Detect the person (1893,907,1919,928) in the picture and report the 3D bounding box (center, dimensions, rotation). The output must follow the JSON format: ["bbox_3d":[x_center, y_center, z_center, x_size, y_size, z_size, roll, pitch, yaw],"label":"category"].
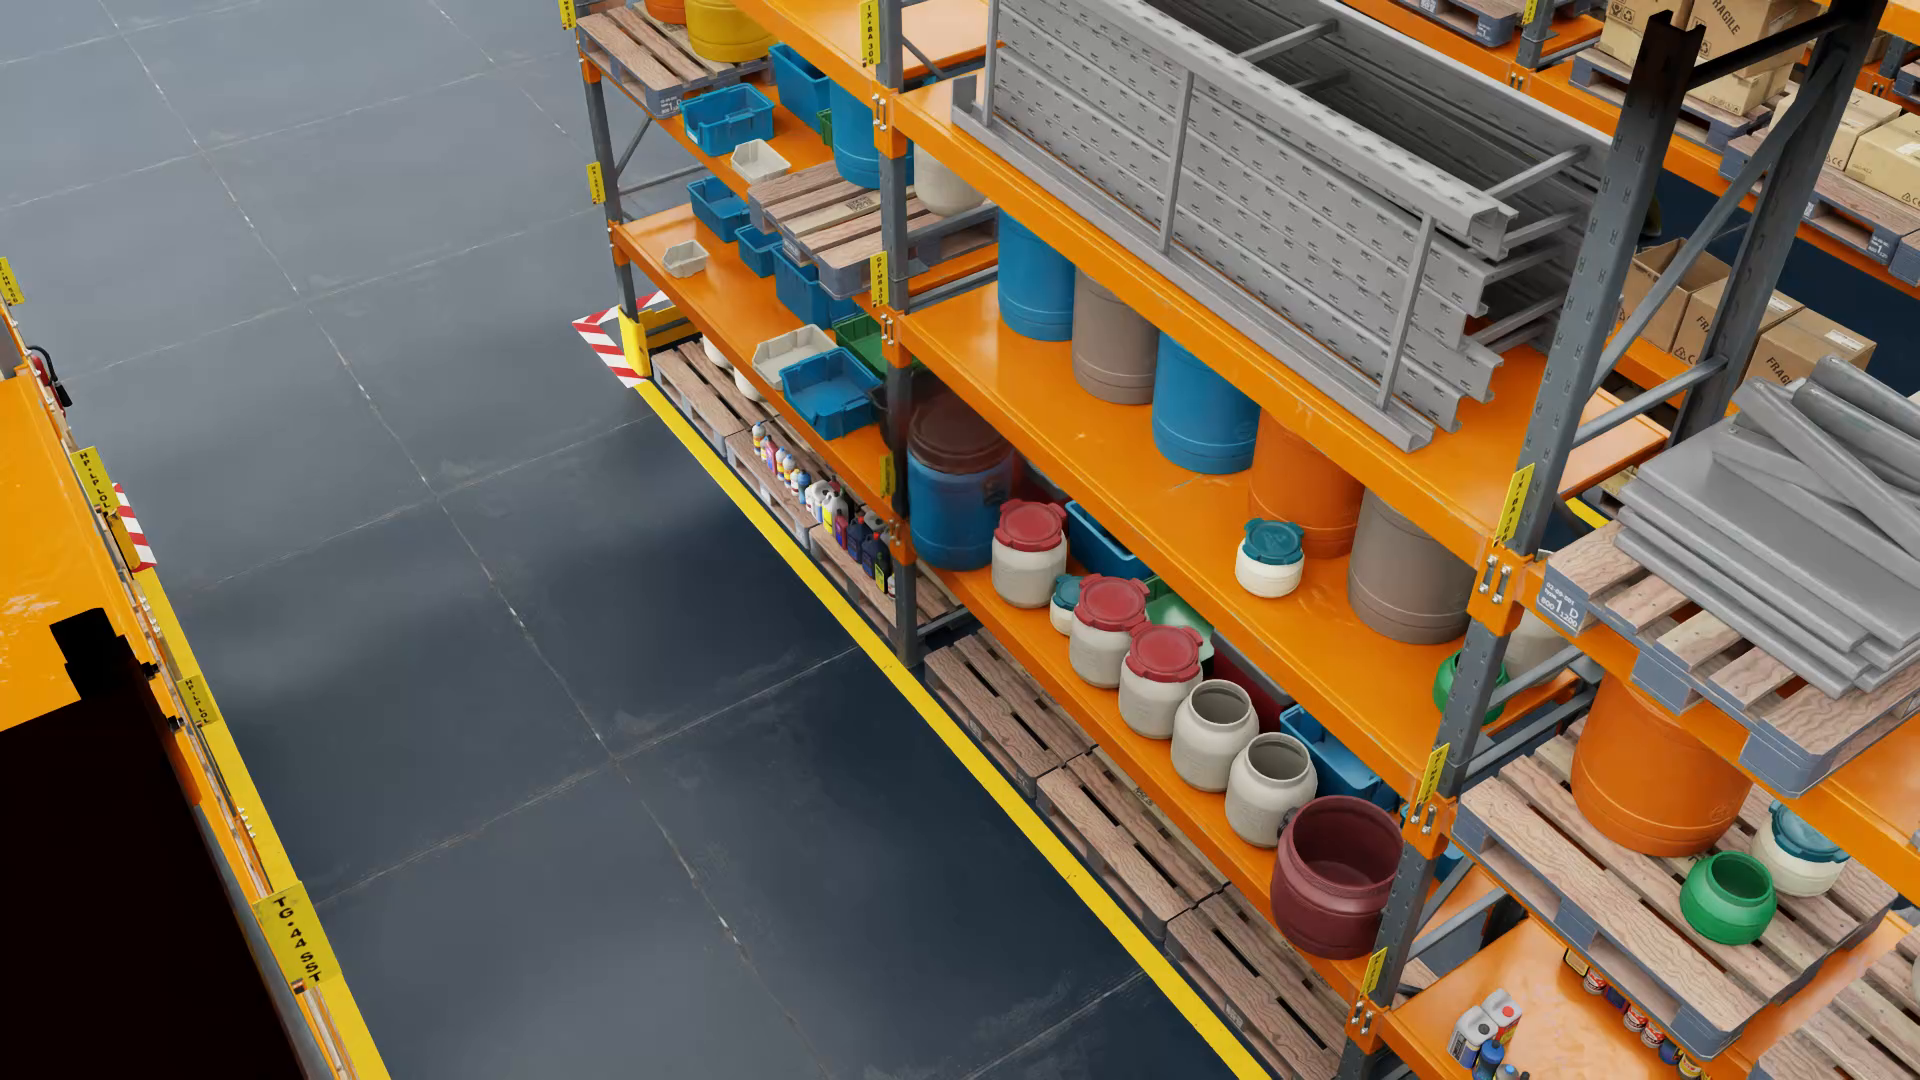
[{"bbox_3d":[5.359,1.717,8.599,0.609,1.769,0.489,-1,43,-1],"label":"person"}]

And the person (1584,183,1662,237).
[{"bbox_3d":[5.743,-3.516,14.258,1.039,1.733,0.672,24,48,24],"label":"person"}]
